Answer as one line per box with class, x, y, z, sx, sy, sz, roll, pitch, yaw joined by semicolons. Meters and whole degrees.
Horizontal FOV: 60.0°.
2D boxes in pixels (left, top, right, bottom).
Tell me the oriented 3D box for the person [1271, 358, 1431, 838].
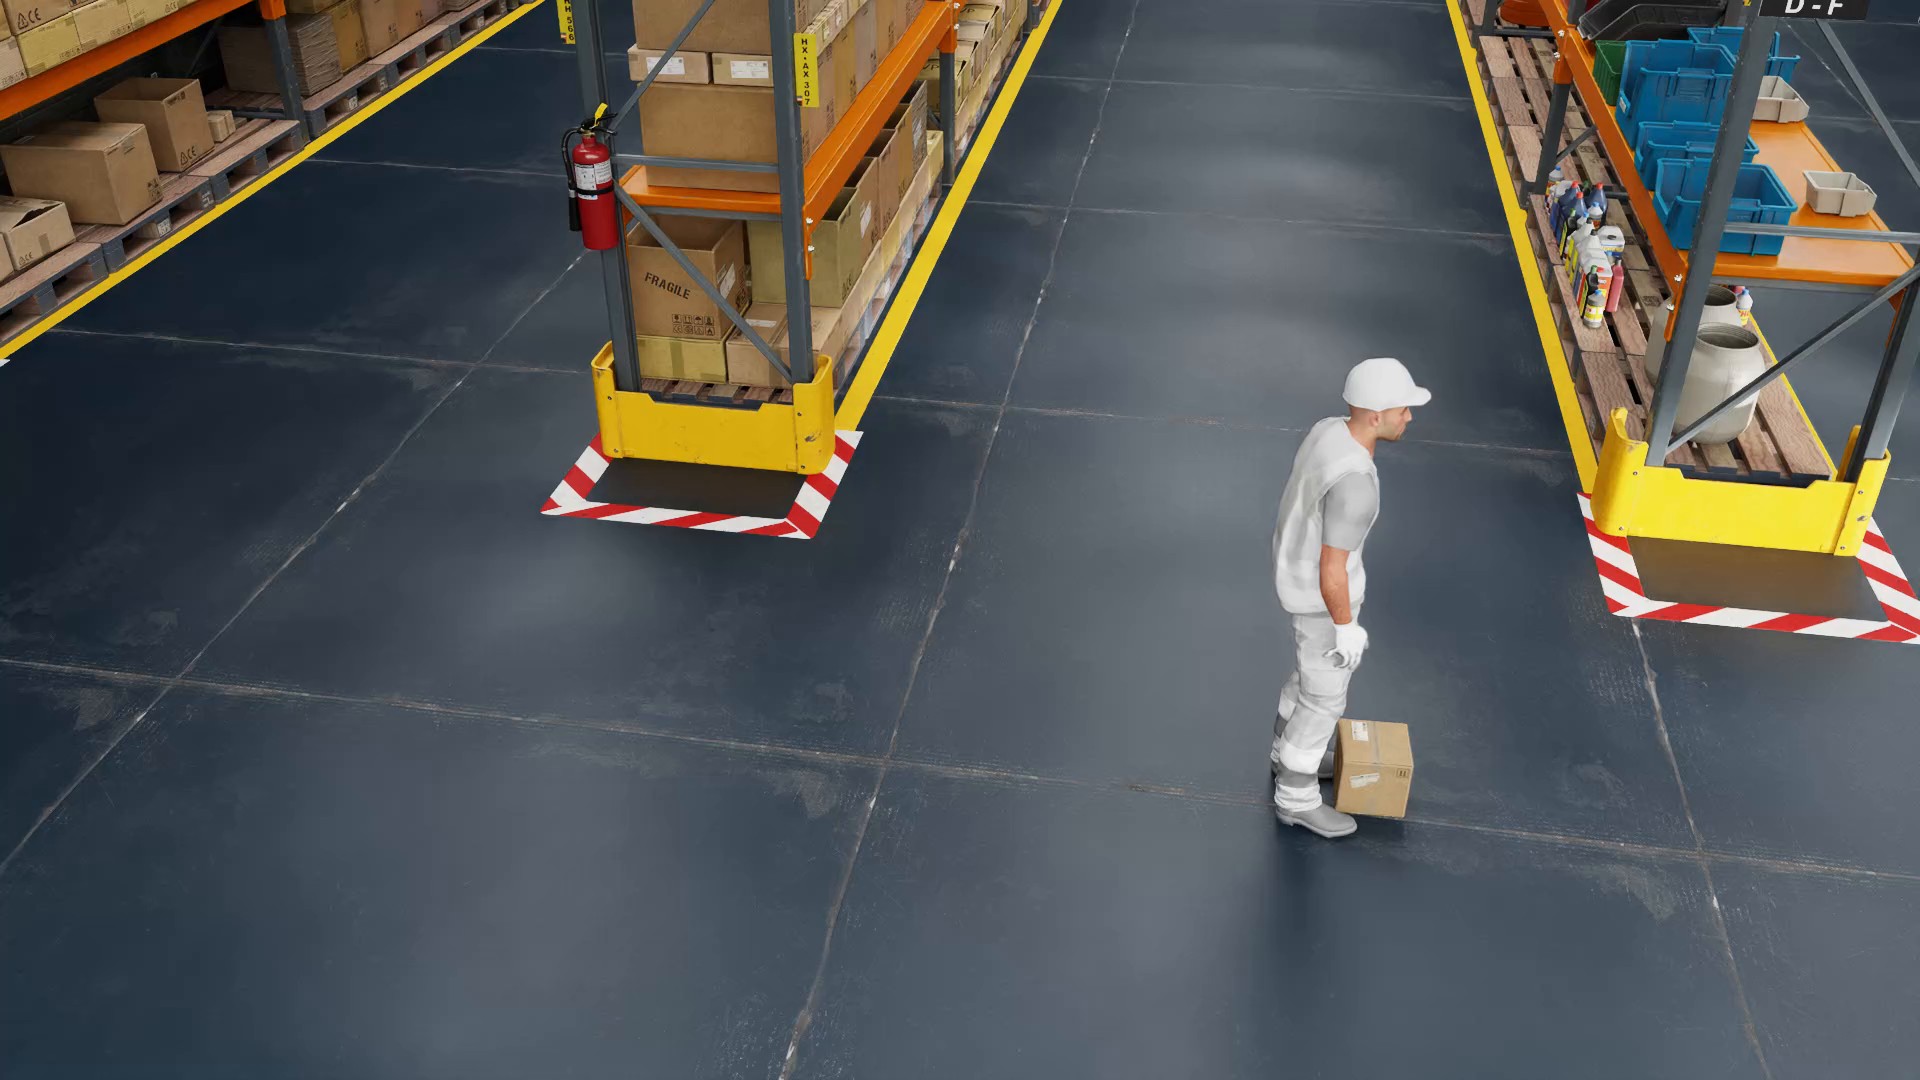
person;1.312;0.182;5.832;0.446;1.780;0.623;4;32;6
